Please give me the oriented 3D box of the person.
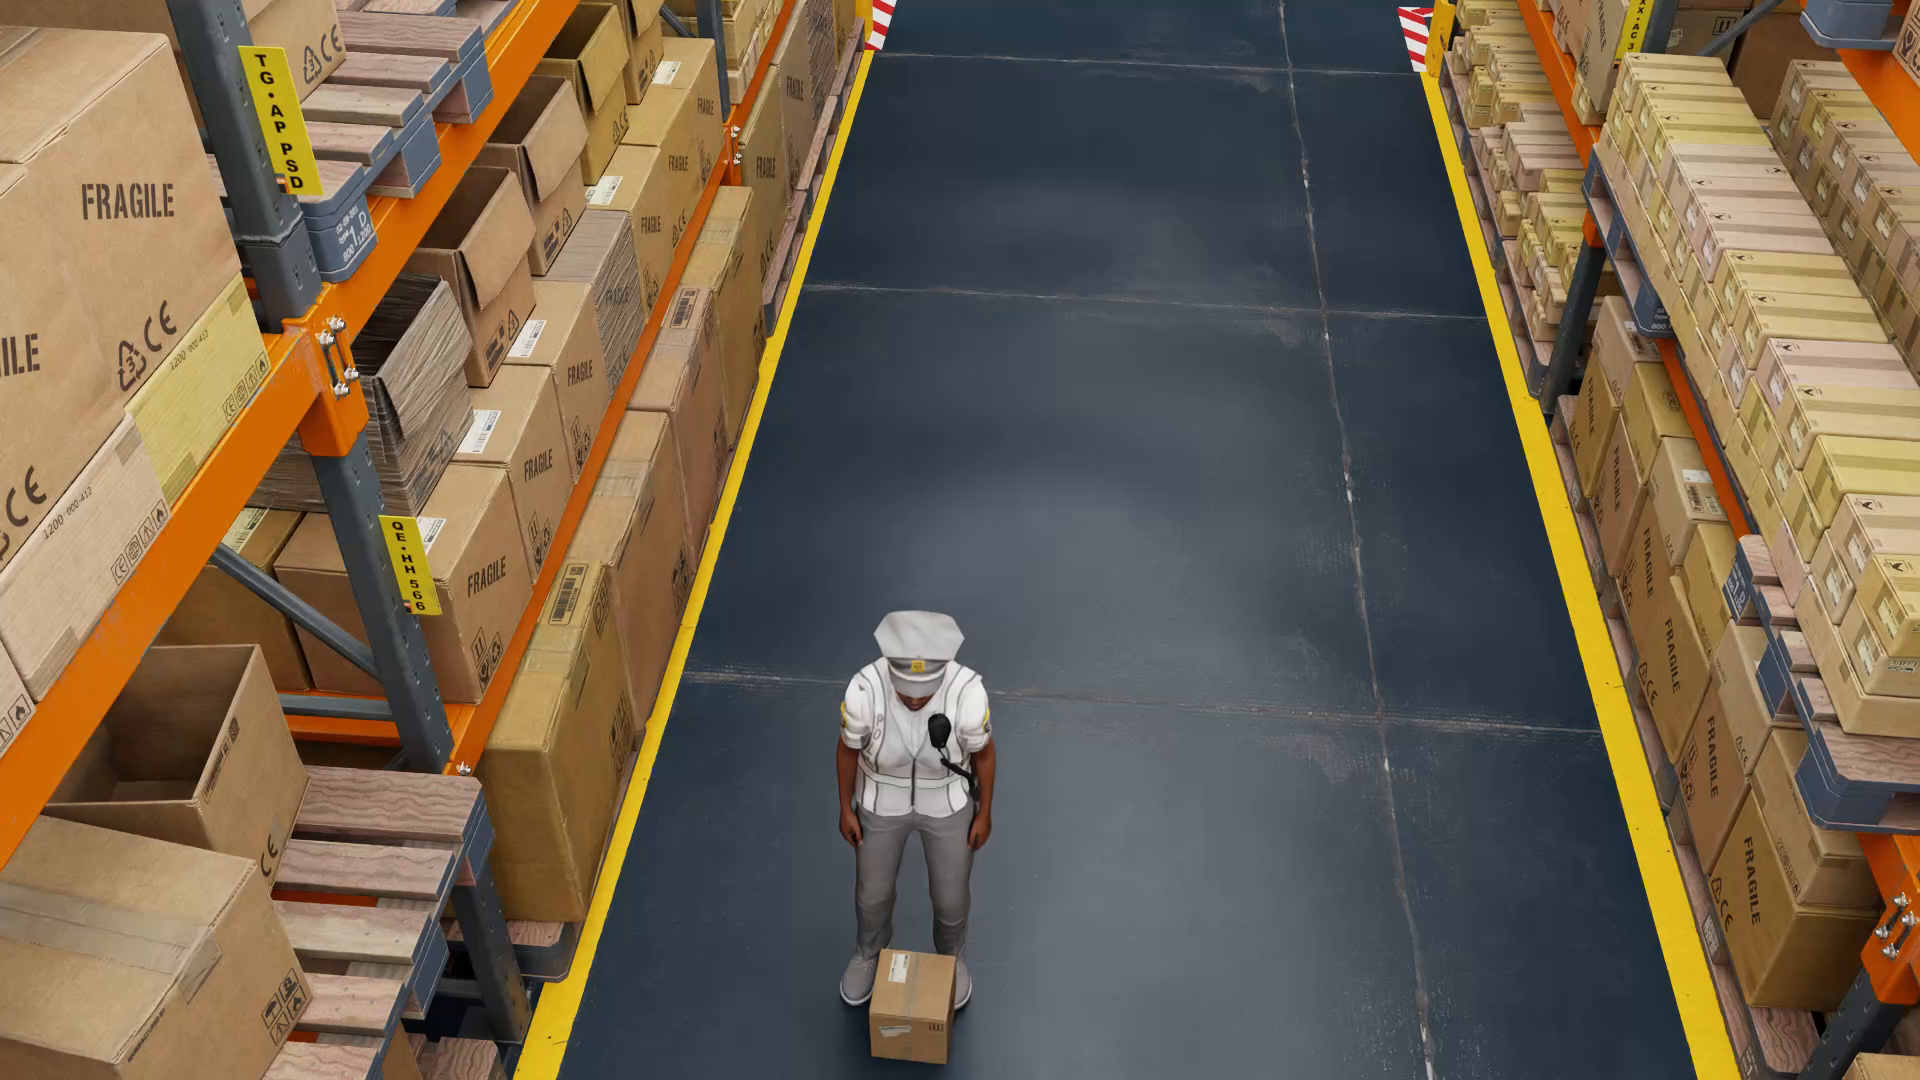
[{"bbox_3d":[-0.154,0.836,5.172,0.495,1.657,0.394,2,40,2],"label":"person"}]
